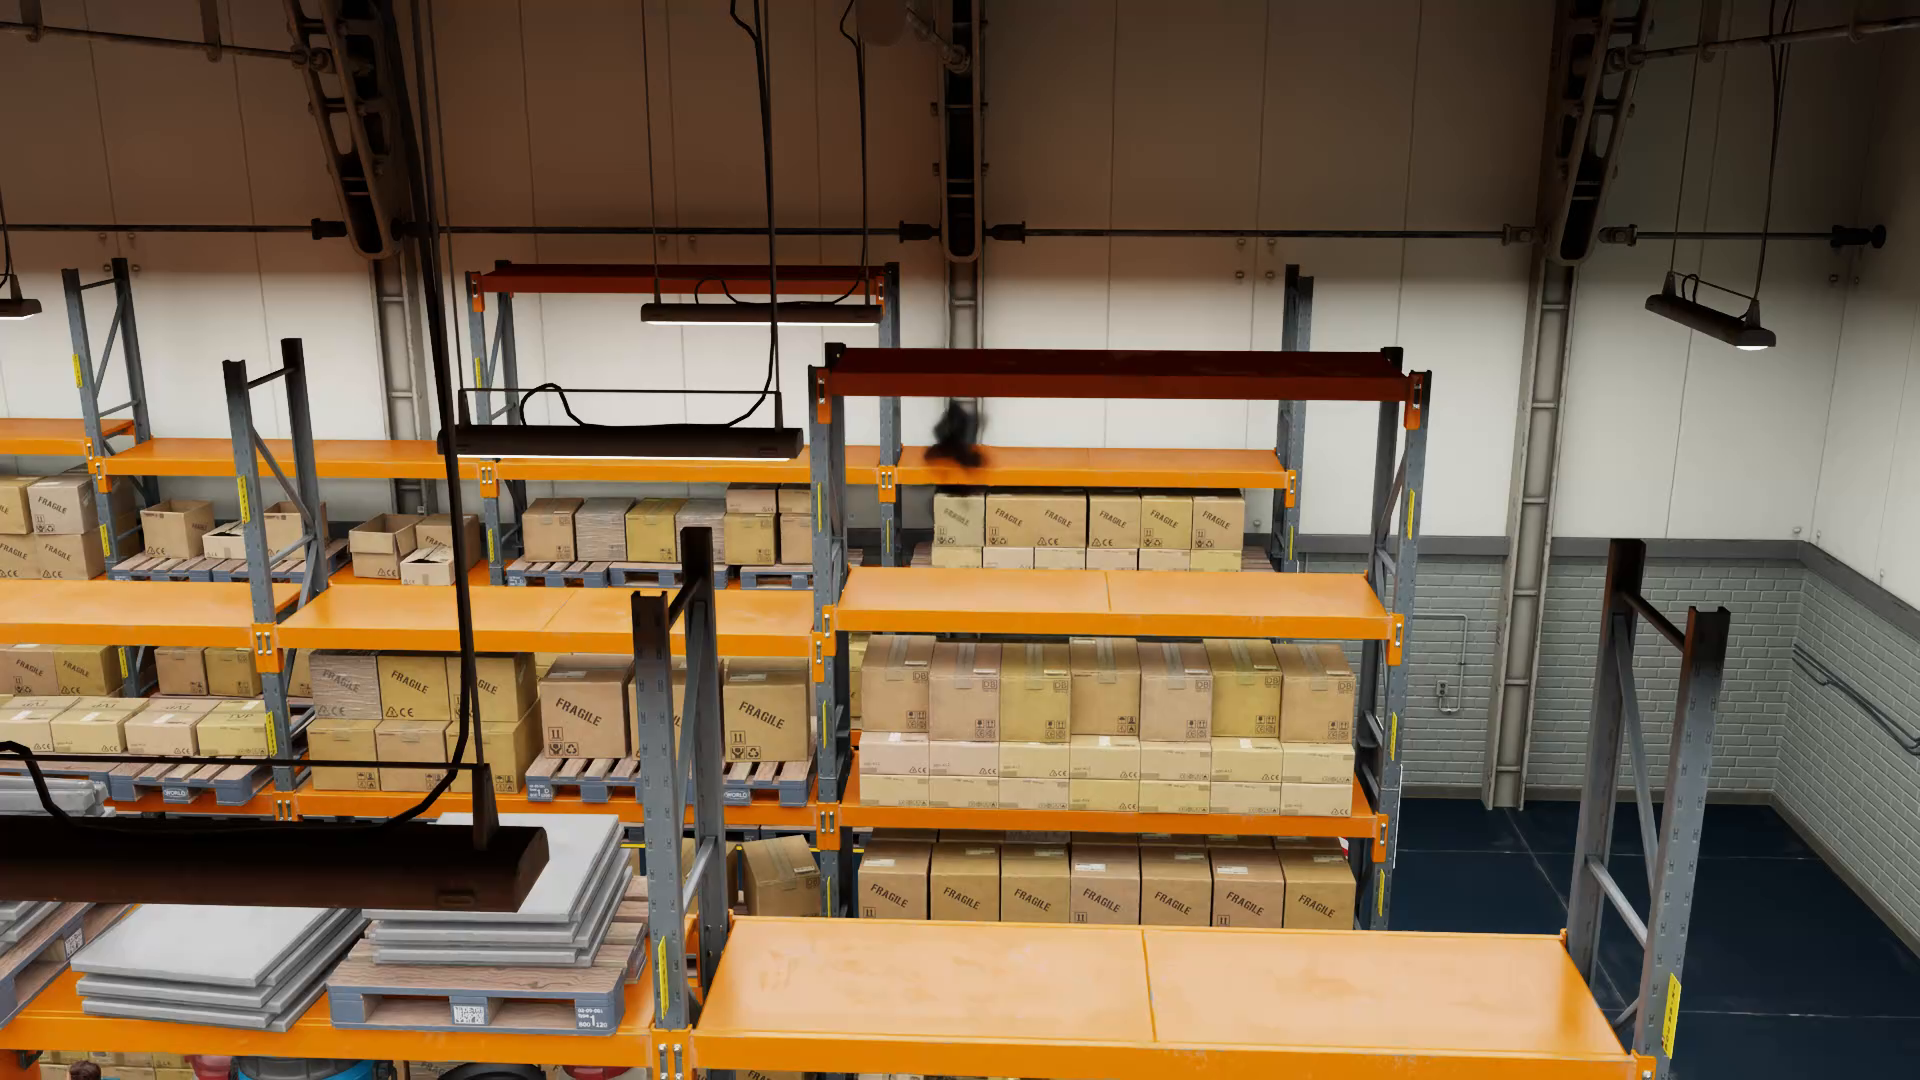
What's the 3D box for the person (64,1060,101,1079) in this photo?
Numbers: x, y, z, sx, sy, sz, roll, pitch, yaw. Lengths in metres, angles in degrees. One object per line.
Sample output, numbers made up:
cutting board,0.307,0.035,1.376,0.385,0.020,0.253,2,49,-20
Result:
person,-5.684,4.216,11.118,0.754,1.680,0.550,-3,16,-10
